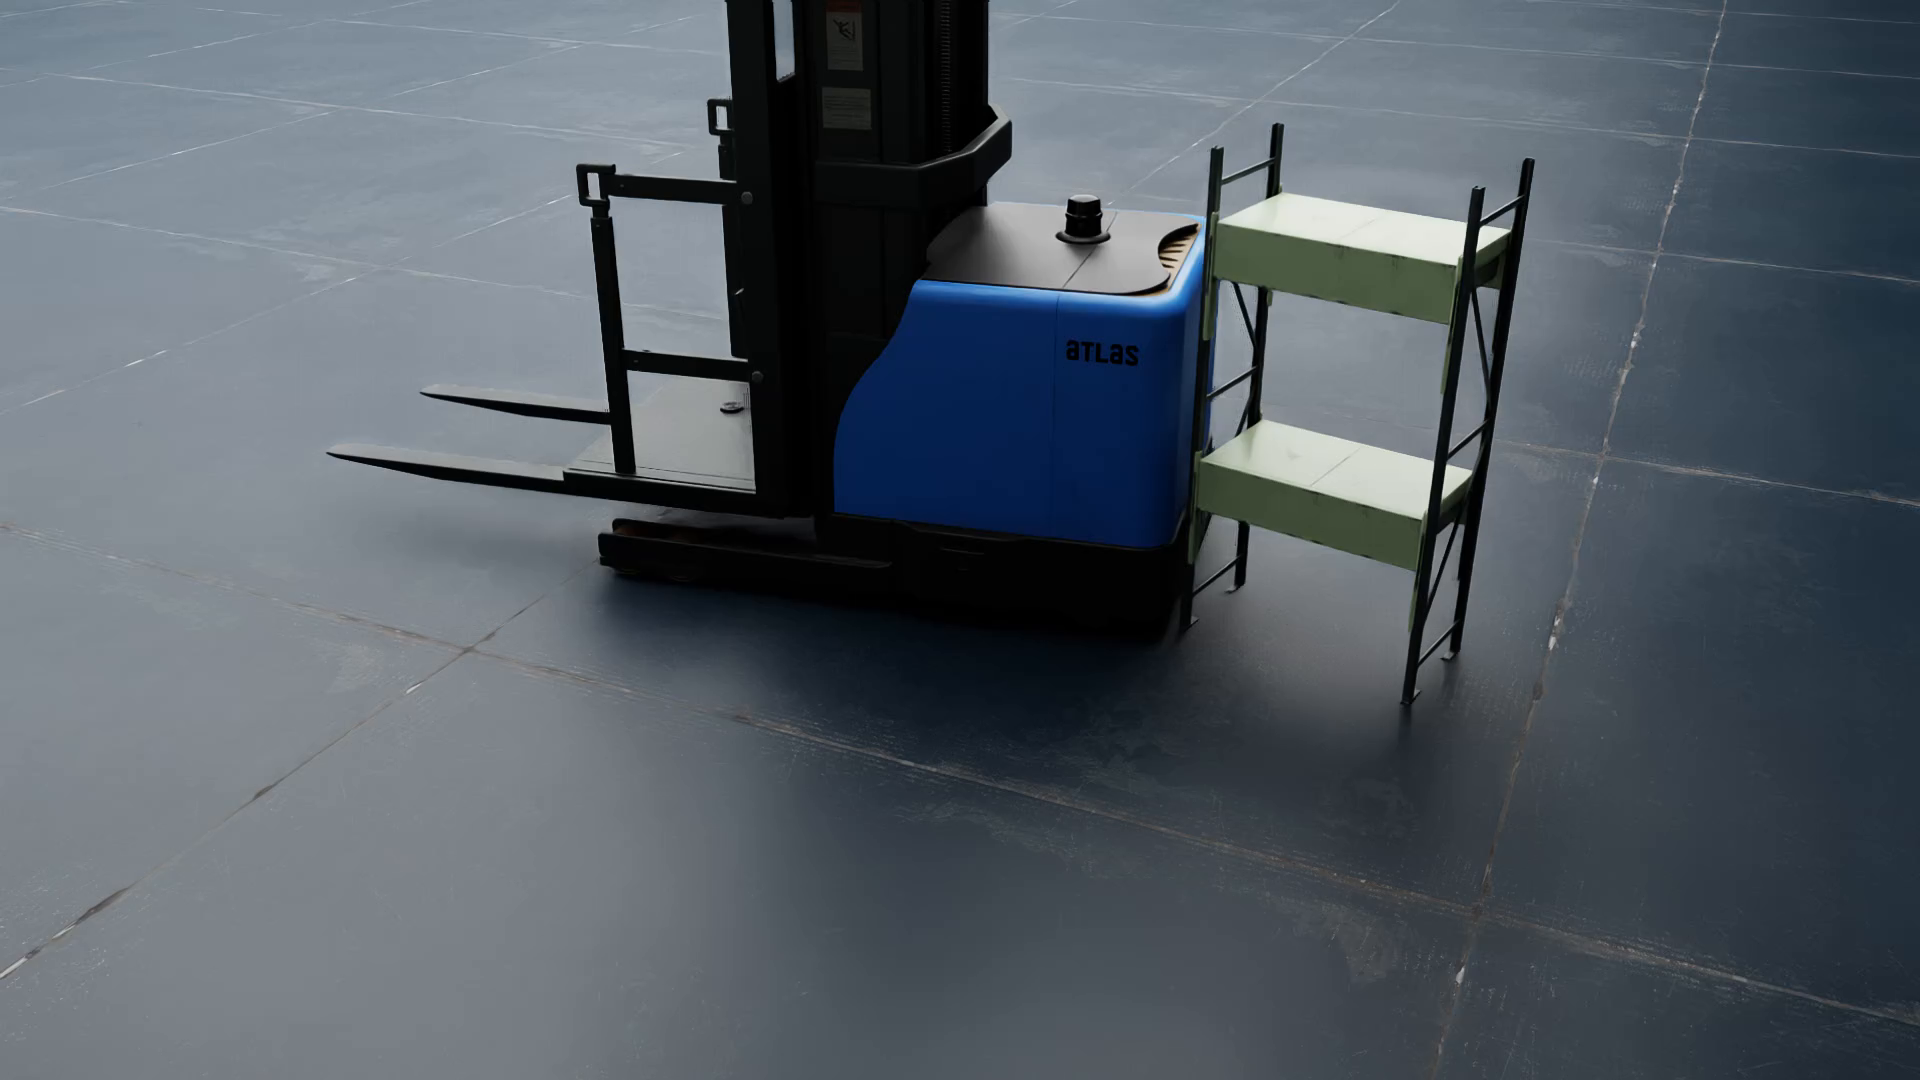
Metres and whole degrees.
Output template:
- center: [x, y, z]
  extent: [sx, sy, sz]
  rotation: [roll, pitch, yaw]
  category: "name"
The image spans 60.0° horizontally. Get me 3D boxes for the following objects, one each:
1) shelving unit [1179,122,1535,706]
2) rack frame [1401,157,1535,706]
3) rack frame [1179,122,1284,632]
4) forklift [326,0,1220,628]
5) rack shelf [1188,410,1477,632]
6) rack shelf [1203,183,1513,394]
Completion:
- center: [1.104, -0.366, 4.795]
  extent: [0.755, 1.500, 0.431]
  rotation: [18, 31, 32]
  category: "shelving unit"
- center: [1.399, -0.270, 4.601]
  extent: [0.023, 1.500, 0.400]
  rotation: [18, 31, 32]
  category: "rack frame"
- center: [0.809, -0.462, 4.990]
  extent: [0.023, 1.500, 0.400]
  rotation: [18, 31, 32]
  category: "rack frame"
- center: [-0.696, -1.392, 5.260]
  extent: [3.031, 2.935, 1.130]
  rotation: [7, 27, 14]
  category: "forklift"
- center: [1.104, -0.074, 4.939]
  extent: [0.720, 0.370, 0.431]
  rotation: [18, 31, 32]
  category: "rack shelf"
- center: [1.104, -0.716, 4.623]
  extent: [0.720, 0.370, 0.431]
  rotation: [18, 31, 32]
  category: "rack shelf"
